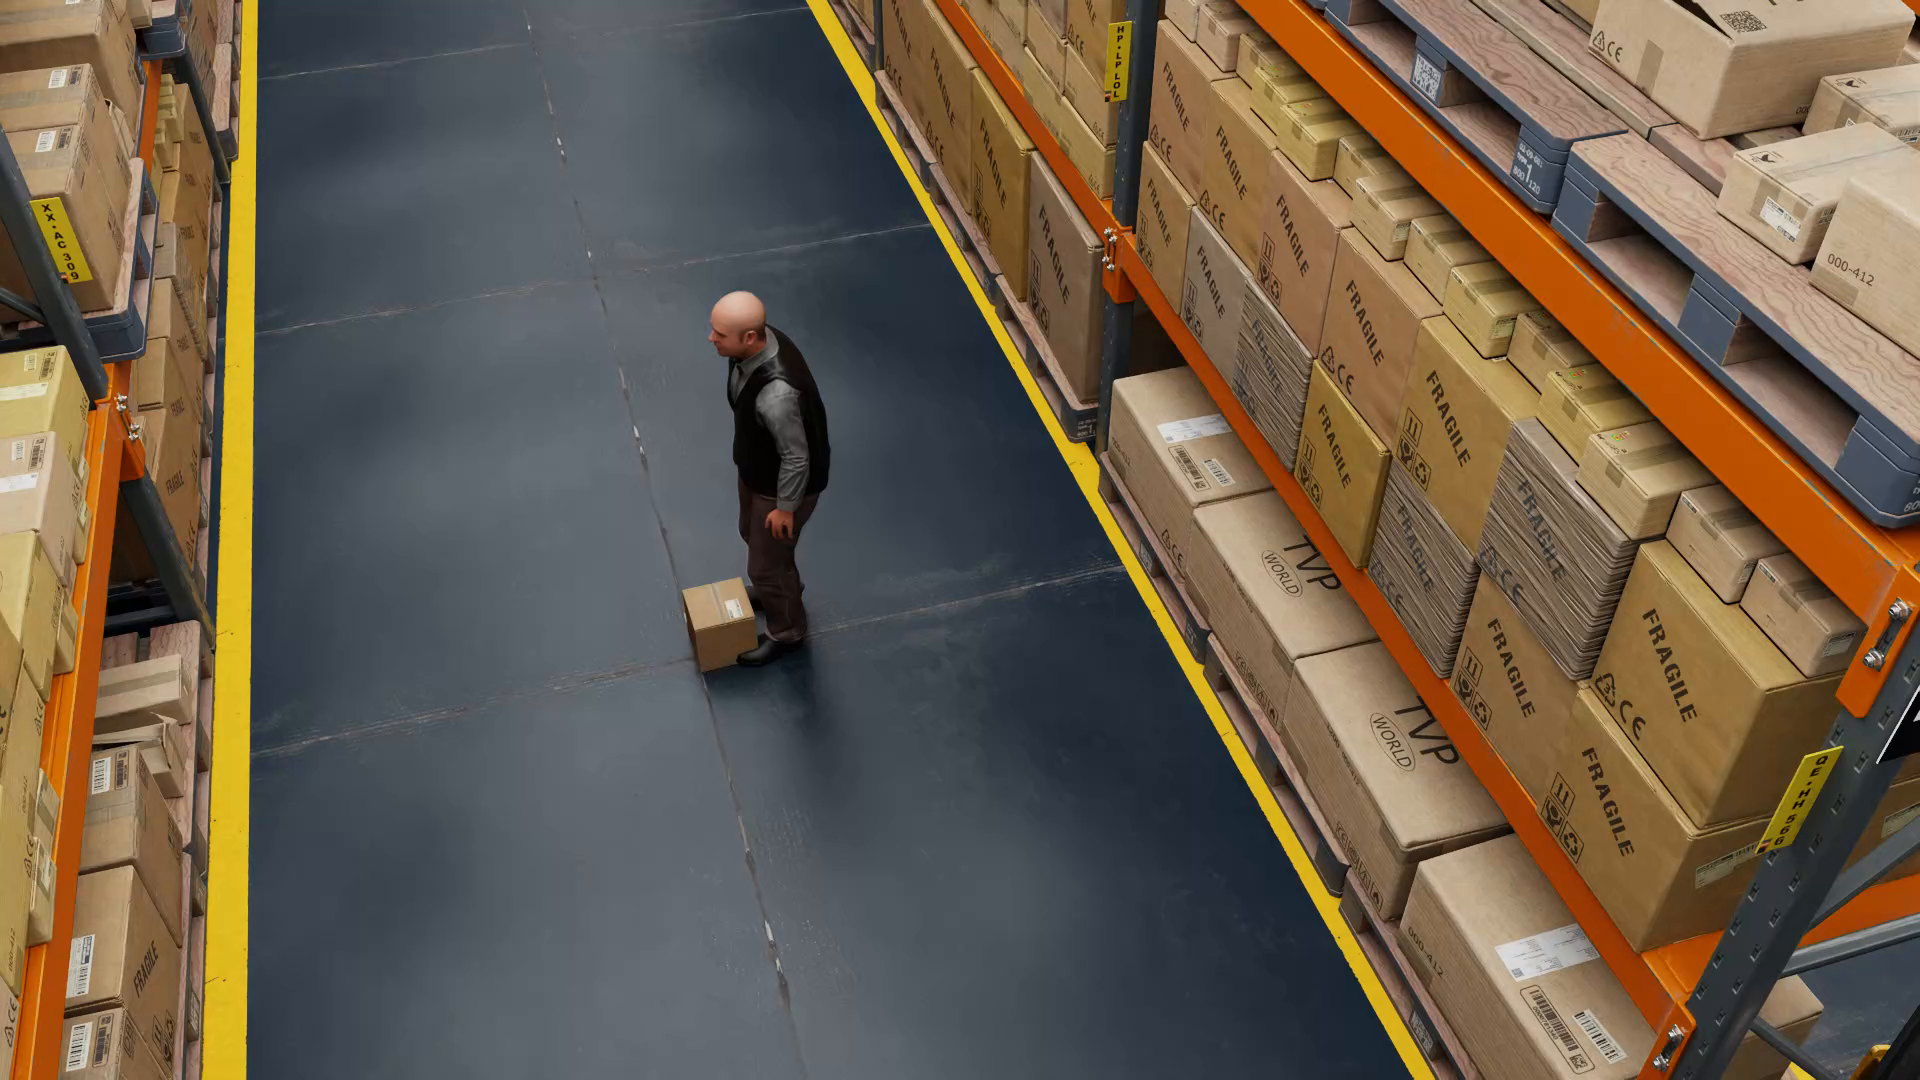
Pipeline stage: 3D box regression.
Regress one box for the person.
[{"bbox_3d":[-0.745,-0.249,6.455,0.475,1.720,0.587,-14,44,-15],"label":"person"}]
